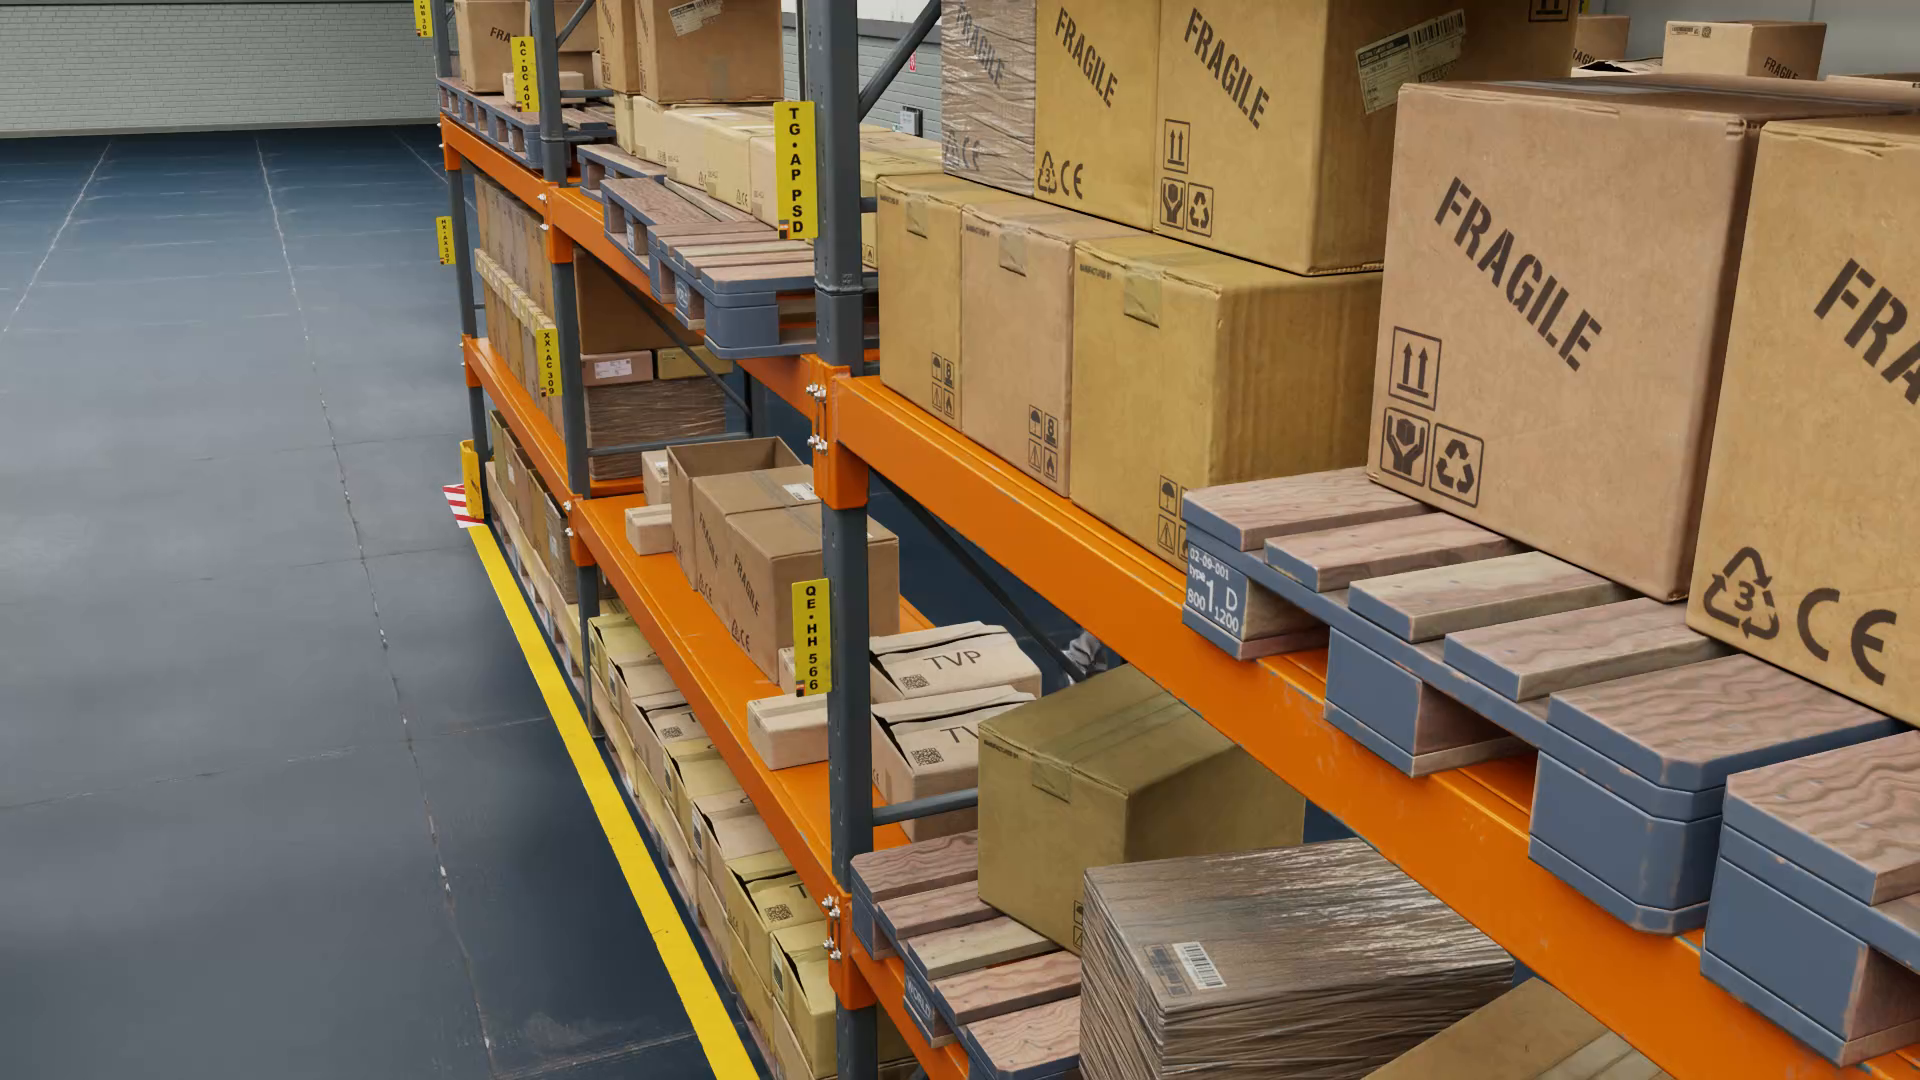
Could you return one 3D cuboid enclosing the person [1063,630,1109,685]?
[{"bbox_3d":[0.766,0.073,8.811,0.449,1.598,0.468,0,19,1],"label":"person"}]
